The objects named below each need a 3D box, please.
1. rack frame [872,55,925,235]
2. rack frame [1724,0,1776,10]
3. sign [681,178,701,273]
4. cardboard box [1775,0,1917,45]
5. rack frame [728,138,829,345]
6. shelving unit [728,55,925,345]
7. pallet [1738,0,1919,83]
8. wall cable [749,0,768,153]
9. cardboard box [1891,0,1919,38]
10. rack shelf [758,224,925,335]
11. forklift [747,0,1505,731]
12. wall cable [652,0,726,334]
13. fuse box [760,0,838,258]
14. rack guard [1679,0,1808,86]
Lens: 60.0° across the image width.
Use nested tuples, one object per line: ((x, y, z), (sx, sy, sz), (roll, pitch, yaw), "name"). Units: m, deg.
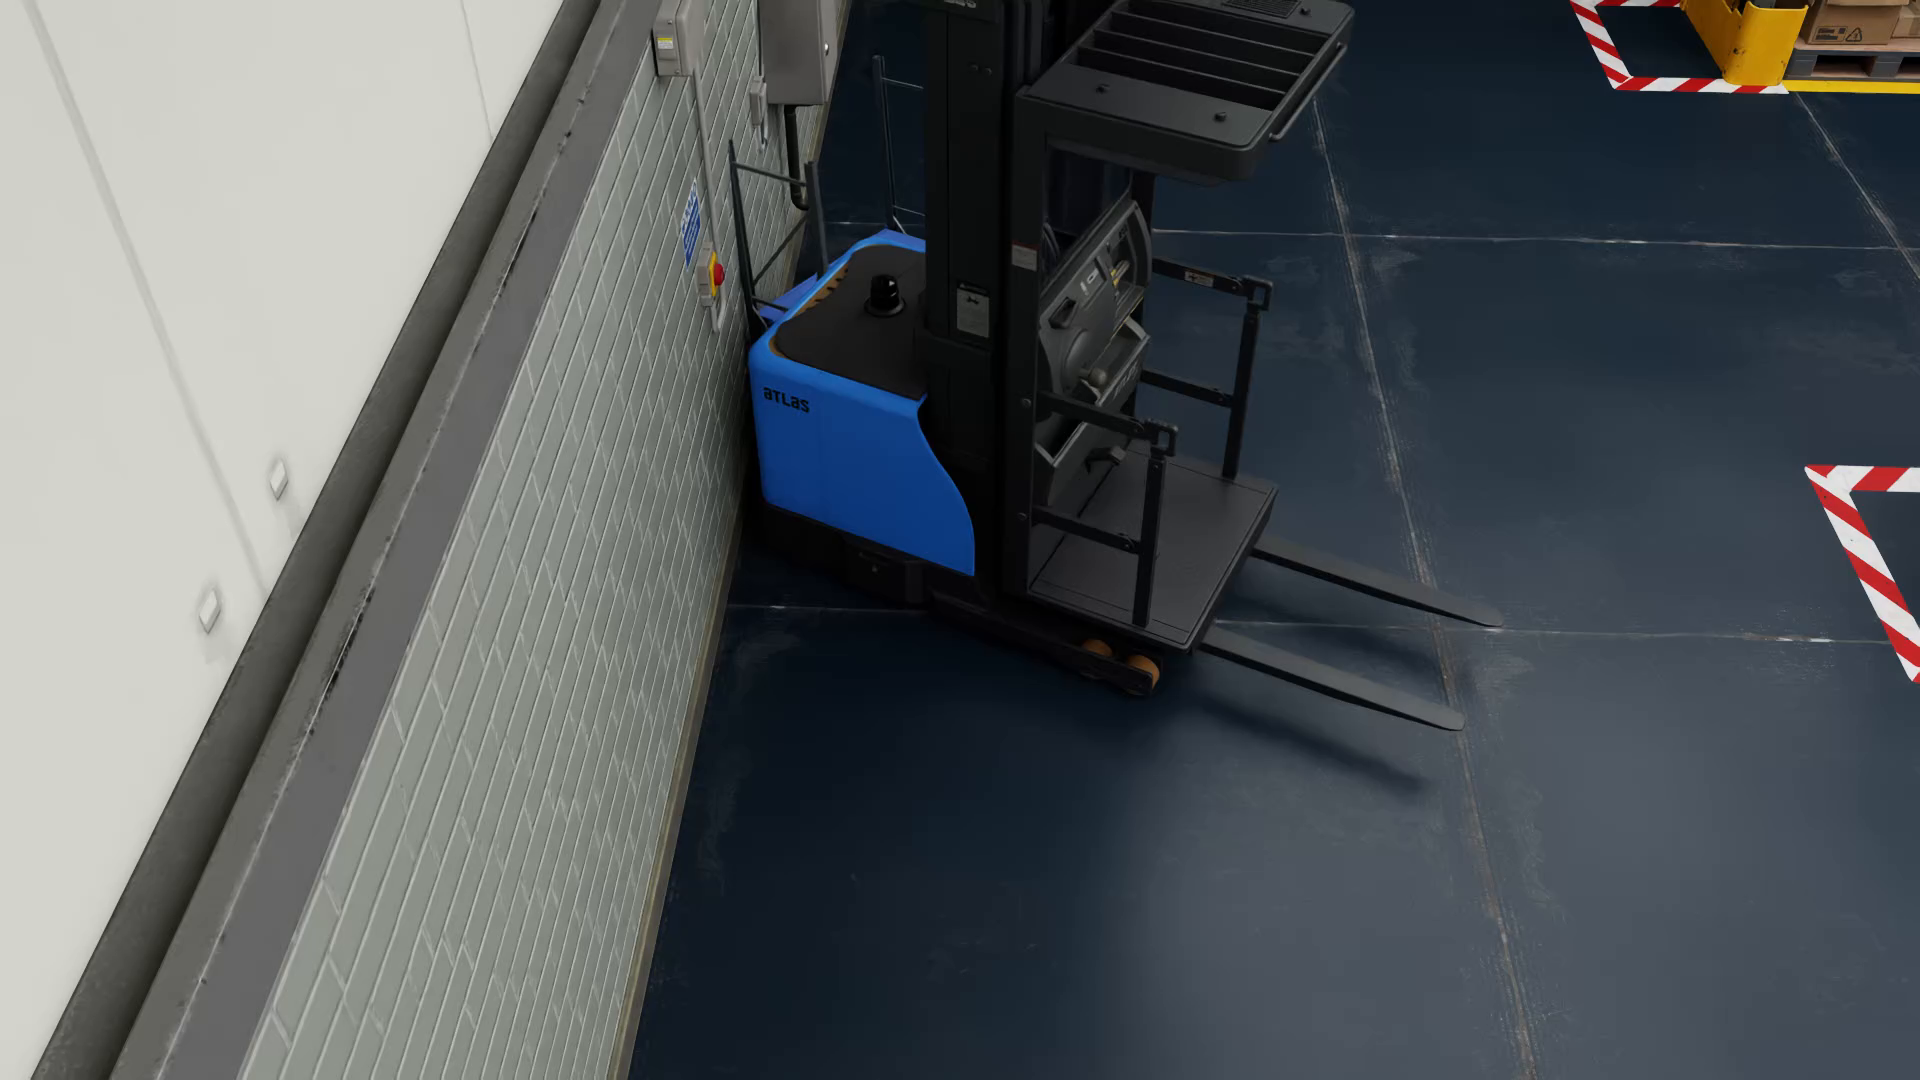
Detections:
((-0.149, -1.527, 7.904), (0.500, 1.500, 0.032), (22, 44, 30), "rack frame")
((4.915, -4.332, 9.785), (0.127, 3.000, 1.000), (2, 43, 2), "rack frame")
((-1.002, -1.177, 6.201), (0.001, 0.218, 0.327), (2, 43, 2), "sign")
((5.522, -3.489, 10.404), (0.637, 0.503, 0.797), (0, 43, 0), "cardboard box")
((-0.747, -1.000, 7.273), (0.500, 1.500, 0.032), (22, 44, 30), "rack frame")
((-0.448, -1.264, 7.589), (0.538, 1.500, 1.048), (22, 44, 30), "shelving unit")
((5.787, -3.286, 10.708), (1.213, 0.211, 1.003), (2, 43, 2), "pallet")
((-0.887, -2.447, 7.017), (0.122, 1.984, 0.588), (2, 43, 2), "wall cable")
((5.944, -3.320, 10.482), (0.250, 0.149, 0.380), (0, 43, 0), "cardboard box")
((-0.438, -1.121, 7.698), (0.538, 0.185, 1.000), (22, 44, 30), "rack shelf")
((0.689, -0.866, 6.115), (3.031, 2.935, 1.130), (19, 46, 19), "forklift")
((-0.939, -1.493, 5.969), (0.123, 1.953, 0.585), (2, 43, 2), "wall cable")
((-0.699, -2.064, 8.296), (0.414, 1.711, 0.539), (2, 43, 2), "fuse box")
((4.991, -3.416, 10.635), (0.348, 0.500, 1.175), (2, 43, 2), "rack guard")
